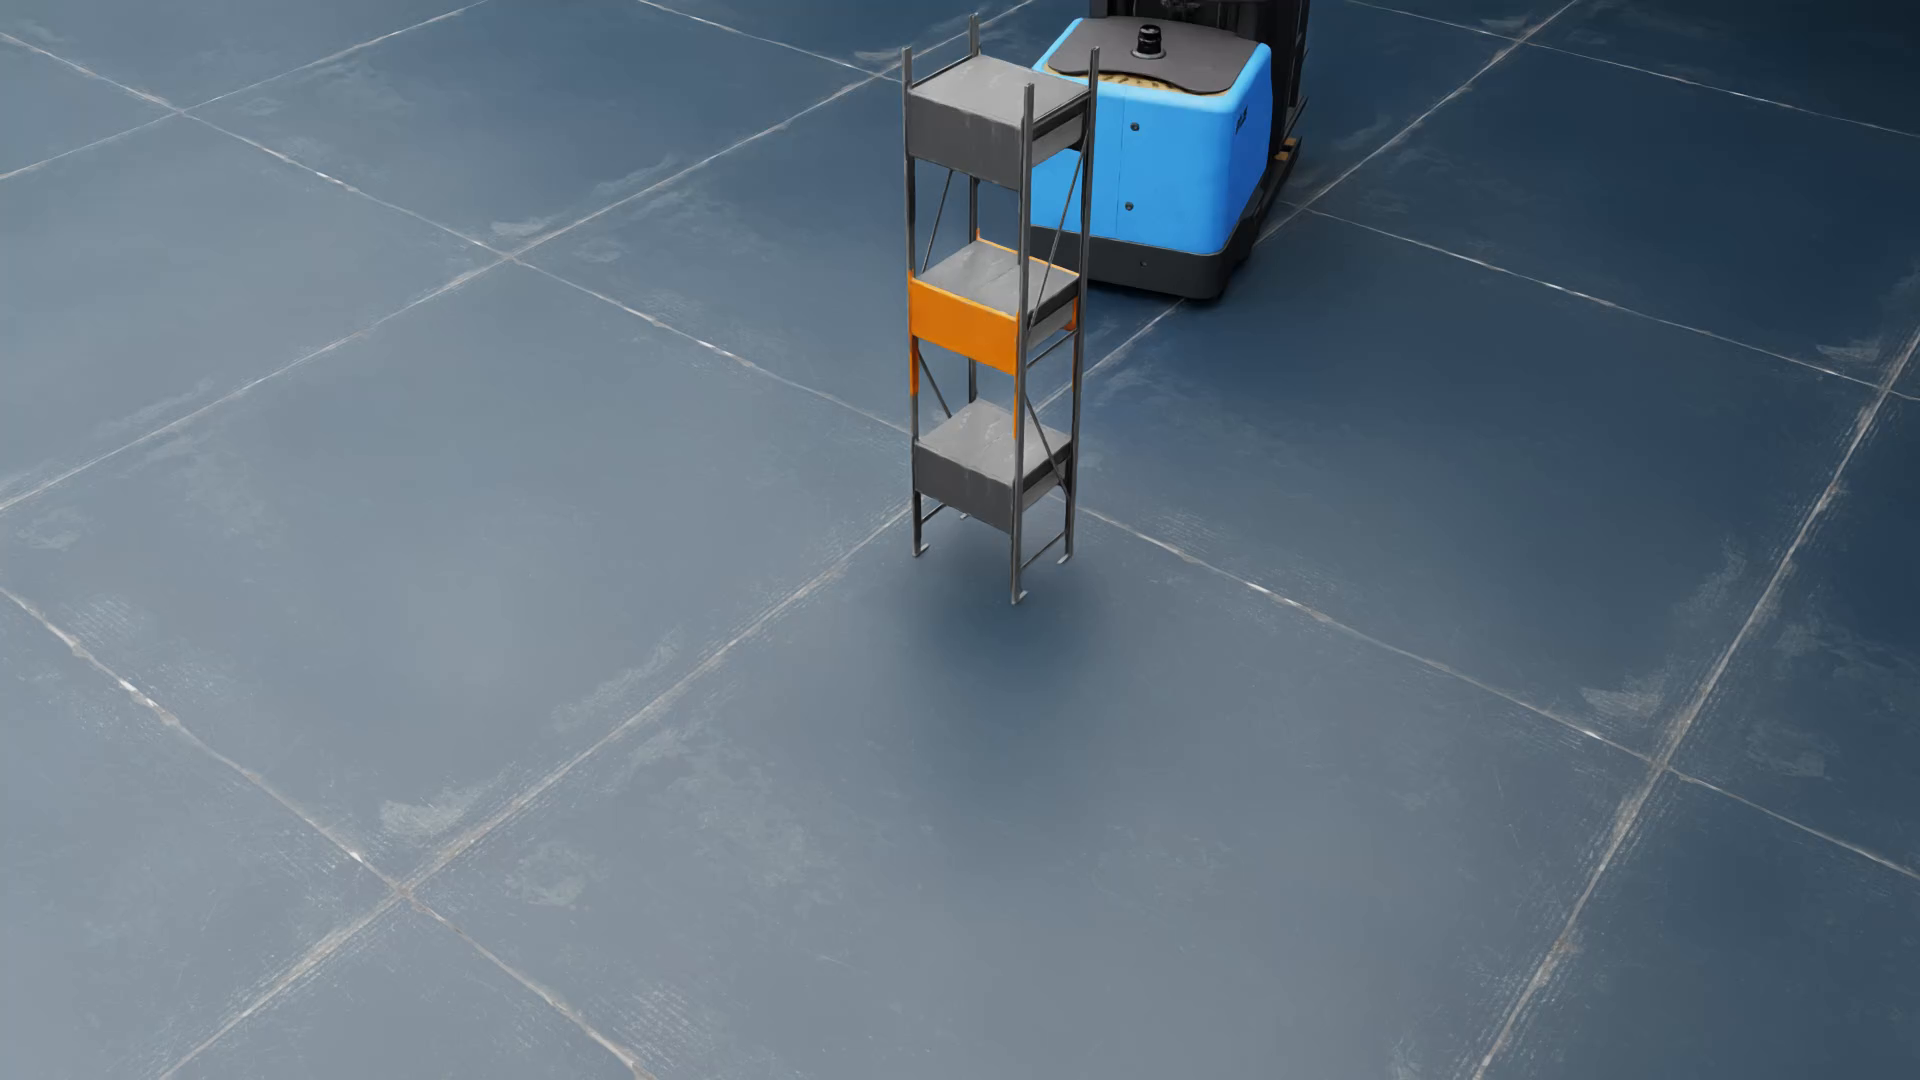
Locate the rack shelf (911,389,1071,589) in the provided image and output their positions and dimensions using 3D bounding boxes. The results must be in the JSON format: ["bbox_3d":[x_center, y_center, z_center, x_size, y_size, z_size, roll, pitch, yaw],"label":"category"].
[{"bbox_3d":[0.131,-0.203,6.463,0.480,0.518,0.431,25,45,29],"label":"rack shelf"}]

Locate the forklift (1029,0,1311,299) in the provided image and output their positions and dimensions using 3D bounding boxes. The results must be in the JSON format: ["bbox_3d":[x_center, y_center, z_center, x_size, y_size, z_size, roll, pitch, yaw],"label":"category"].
[{"bbox_3d":[1.297,-3.244,8.516,1.130,2.935,3.031,13,40,16],"label":"forklift"}]

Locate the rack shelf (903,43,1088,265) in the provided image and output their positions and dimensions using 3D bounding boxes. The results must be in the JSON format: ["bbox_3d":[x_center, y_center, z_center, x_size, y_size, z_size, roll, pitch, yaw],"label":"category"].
[{"bbox_3d":[0.131,-1.305,5.600,0.480,0.518,0.431,25,45,29],"label":"rack shelf"}]

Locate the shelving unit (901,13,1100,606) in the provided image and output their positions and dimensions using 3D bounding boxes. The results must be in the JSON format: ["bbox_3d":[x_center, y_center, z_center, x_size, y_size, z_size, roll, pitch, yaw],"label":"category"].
[{"bbox_3d":[0.131,-0.765,6.024,0.503,2.100,0.431,25,45,29],"label":"shelving unit"}]

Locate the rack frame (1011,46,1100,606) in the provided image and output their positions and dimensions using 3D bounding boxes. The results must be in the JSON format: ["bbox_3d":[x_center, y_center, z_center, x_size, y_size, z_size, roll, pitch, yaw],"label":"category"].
[{"bbox_3d":[0.325,-0.673,5.907,0.015,2.100,0.400,25,45,29],"label":"rack frame"}]

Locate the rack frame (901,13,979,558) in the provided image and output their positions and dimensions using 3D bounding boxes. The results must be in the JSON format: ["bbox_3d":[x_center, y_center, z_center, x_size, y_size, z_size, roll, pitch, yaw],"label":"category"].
[{"bbox_3d":[-0.062,-0.856,6.140,0.015,2.100,0.400,25,45,29],"label":"rack frame"}]

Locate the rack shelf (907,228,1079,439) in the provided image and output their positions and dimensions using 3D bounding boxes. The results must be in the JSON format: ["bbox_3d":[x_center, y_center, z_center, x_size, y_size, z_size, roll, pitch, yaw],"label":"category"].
[{"bbox_3d":[0.131,-0.754,6.032,0.480,0.518,0.431,25,45,29],"label":"rack shelf"}]
